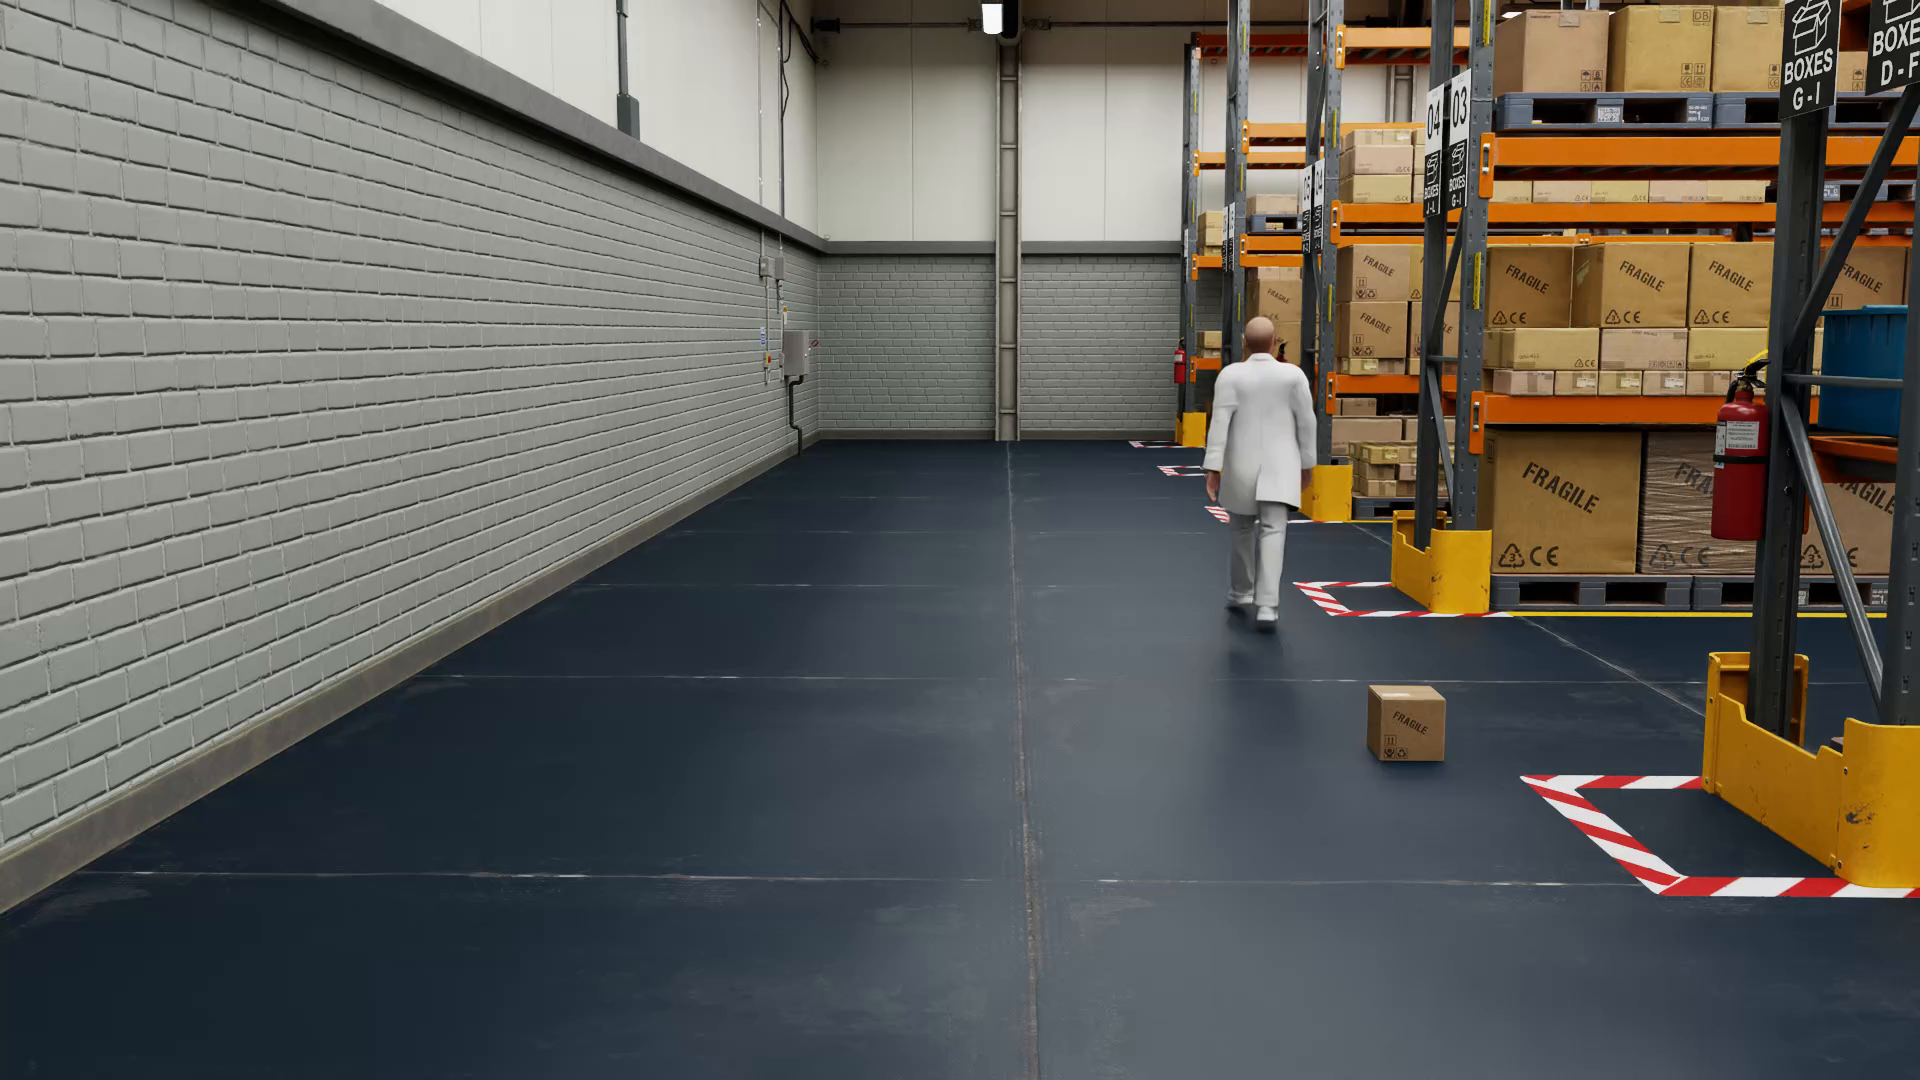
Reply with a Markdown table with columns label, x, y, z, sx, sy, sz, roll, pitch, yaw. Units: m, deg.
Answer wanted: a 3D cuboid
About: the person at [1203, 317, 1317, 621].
| label | x | y | z | sx | sy | sz | roll | pitch | yaw |
| --- | --- | --- | --- | --- | --- | --- | --- | --- | --- |
| person | 1.755 | -0.432 | 9.692 | 0.628 | 1.725 | 1.062 | 2 | 7 | 15 |
